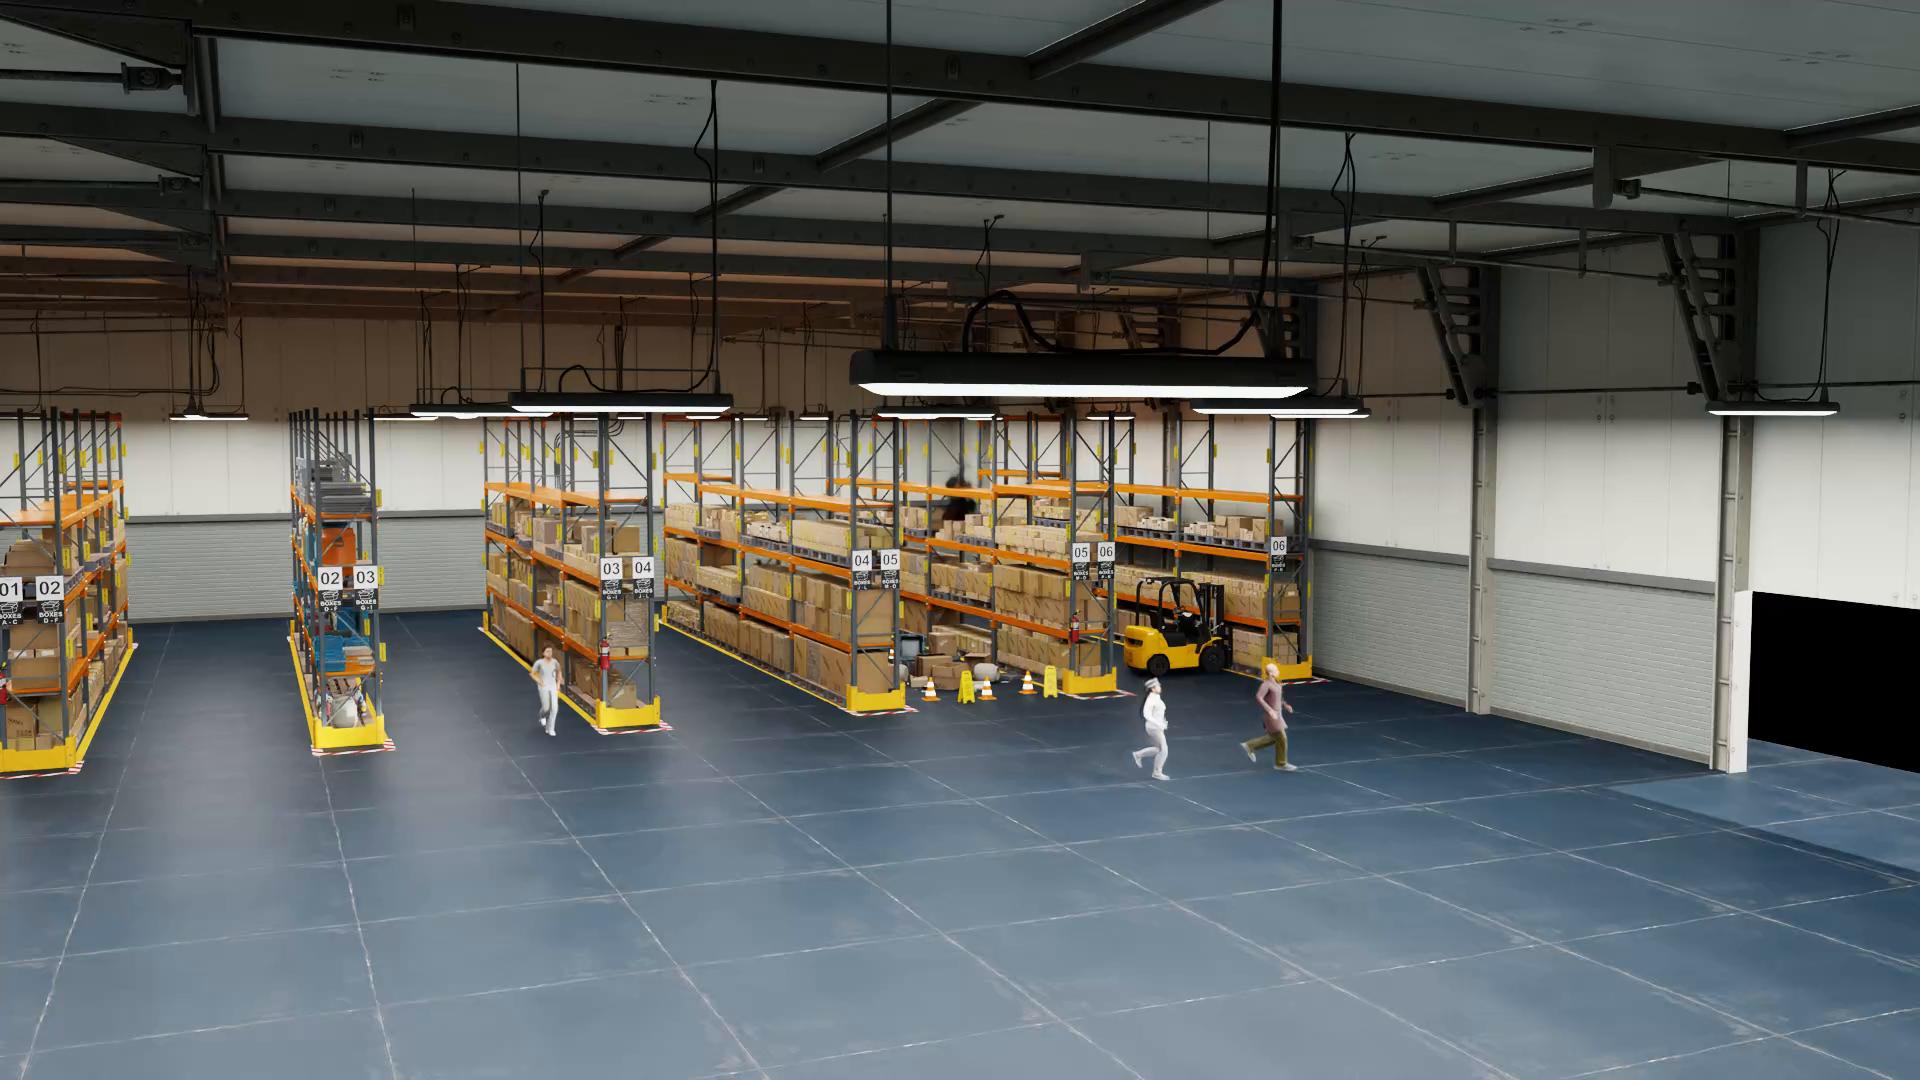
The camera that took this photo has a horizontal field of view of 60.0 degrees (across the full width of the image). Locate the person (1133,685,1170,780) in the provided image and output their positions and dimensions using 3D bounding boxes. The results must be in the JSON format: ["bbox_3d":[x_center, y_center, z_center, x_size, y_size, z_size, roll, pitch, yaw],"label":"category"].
[{"bbox_3d":[3.087,3.061,26.776,0.587,1.607,0.617,1,4,12],"label":"person"}]

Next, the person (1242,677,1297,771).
[{"bbox_3d":[5.112,3.016,27.490,0.935,1.546,0.743,2,4,21],"label":"person"}]

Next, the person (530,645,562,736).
[{"bbox_3d":[-7.641,2.764,30.762,0.601,1.650,0.660,-2,5,-31],"label":"person"}]
